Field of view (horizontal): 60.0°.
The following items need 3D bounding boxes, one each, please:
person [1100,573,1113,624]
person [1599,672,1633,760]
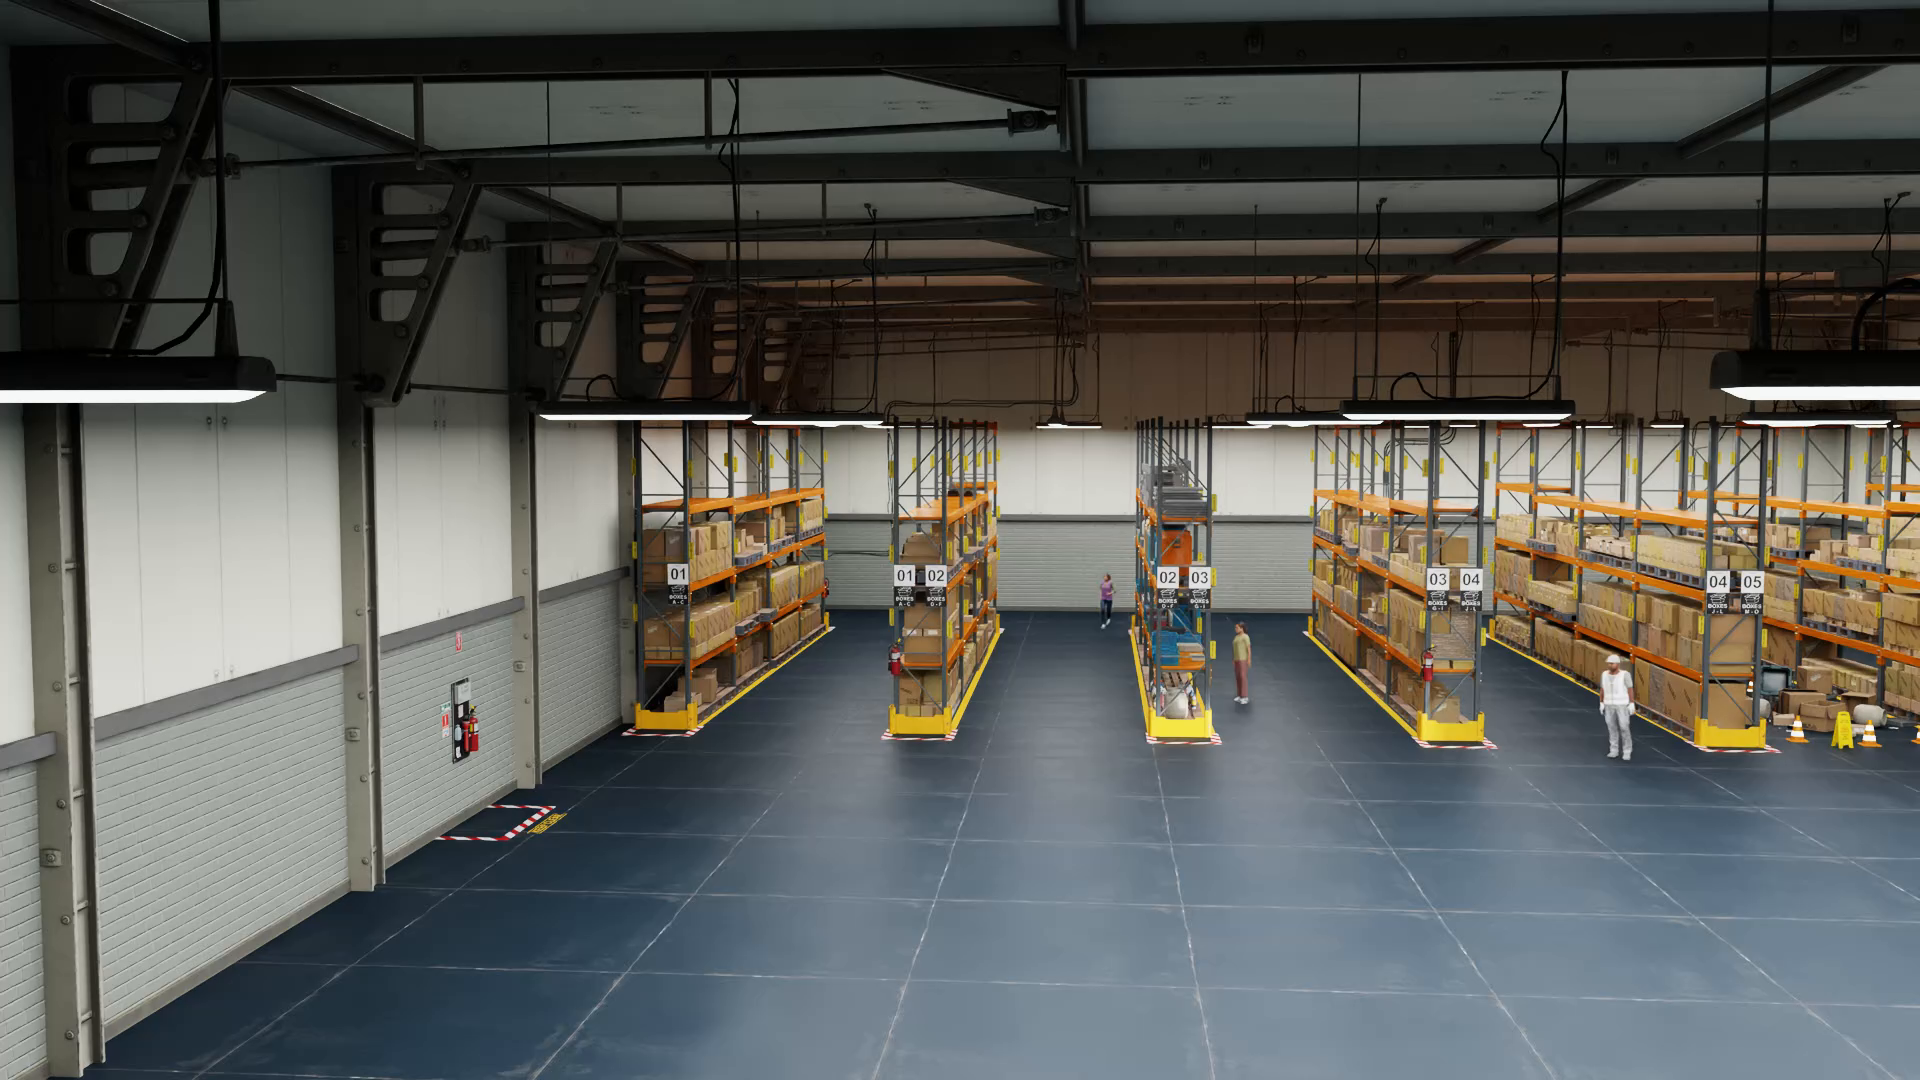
[{"bbox_3d":[4.314,1.711,48.691,0.437,1.500,0.712,1,4,8],"label":"person"},{"bbox_3d":[11.515,3.073,29.234,0.614,1.547,0.374,3,5,43],"label":"person"}]
